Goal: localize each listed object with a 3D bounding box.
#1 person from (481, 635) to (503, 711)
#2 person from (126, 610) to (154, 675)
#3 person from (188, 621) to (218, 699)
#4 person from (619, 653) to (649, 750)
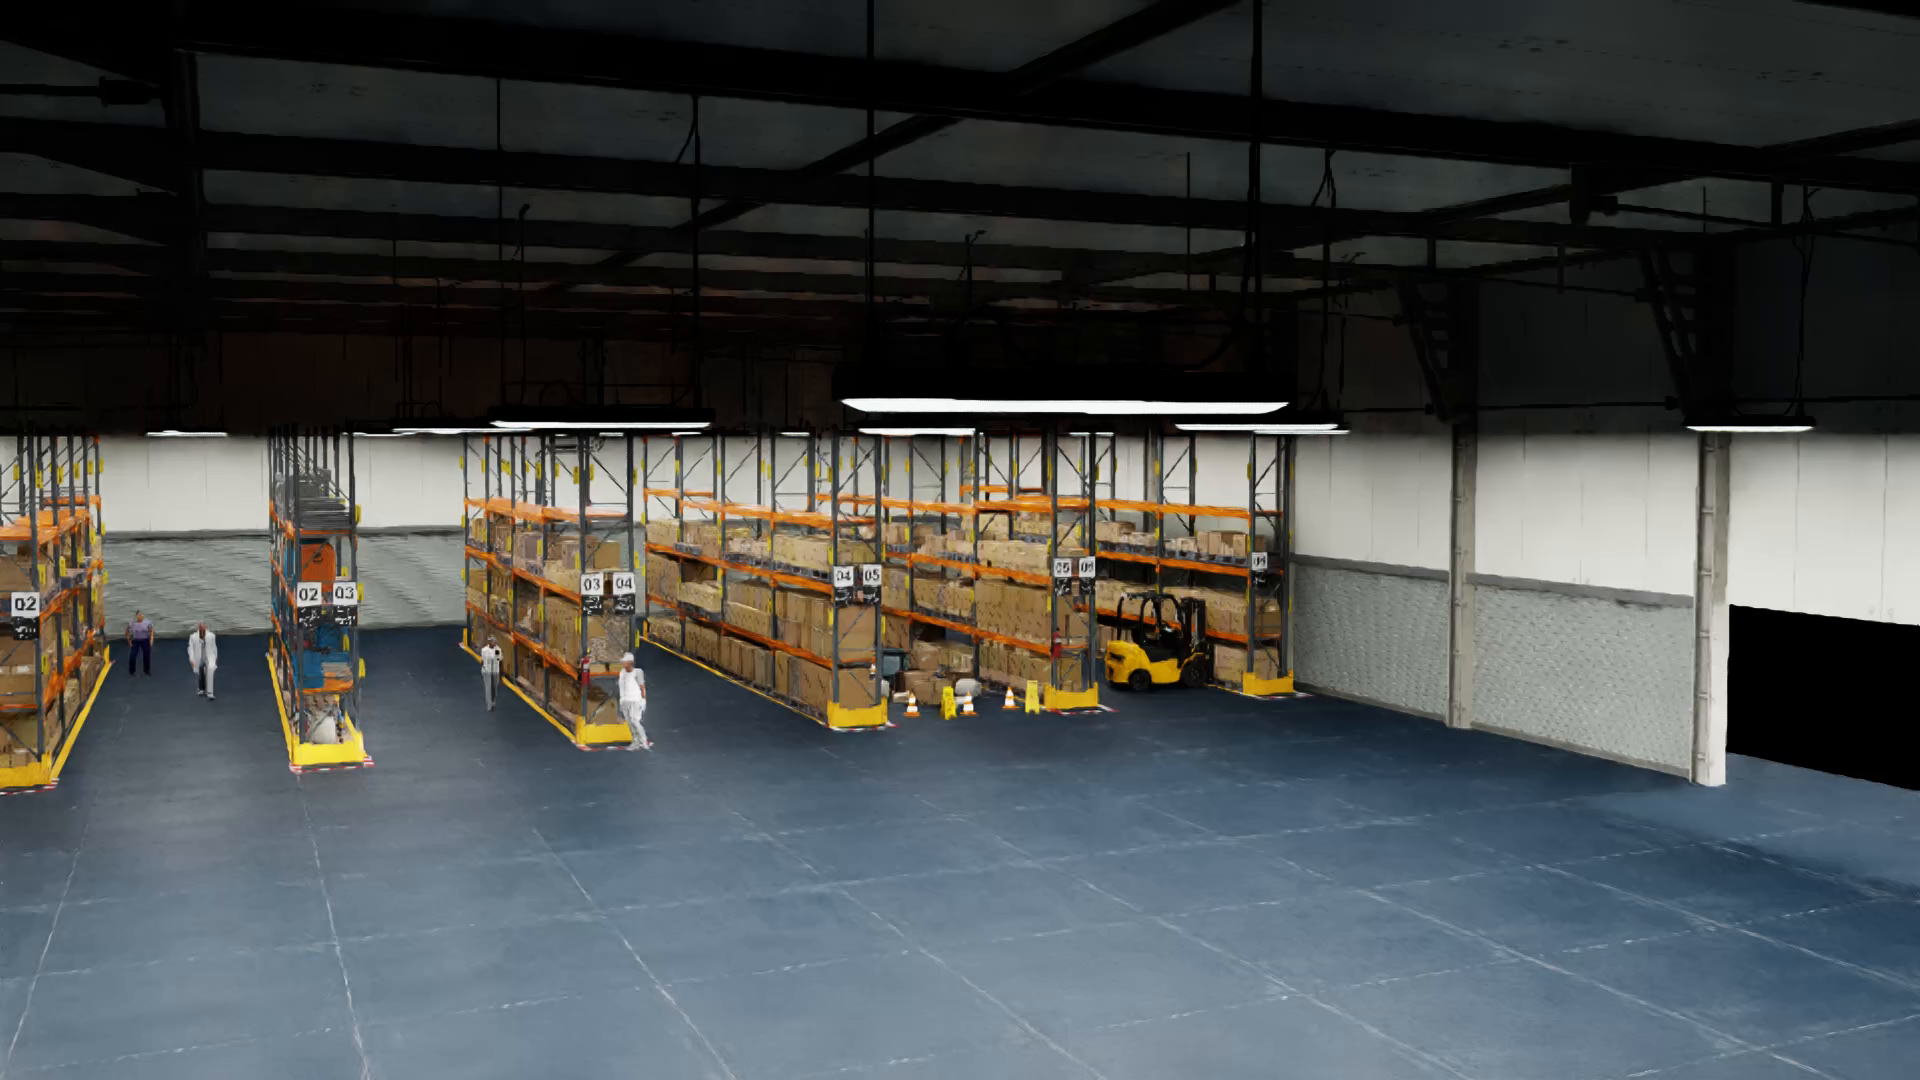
[{"bbox_3d":[-9.853,2.770,35.056,0.445,1.587,1.076,-2,4,-26],"label":"person"},{"bbox_3d":[-19.818,2.478,40.202,0.625,1.596,0.517,-2,4,-26],"label":"person"},{"bbox_3d":[-16.653,2.620,36.584,0.598,1.698,1.194,-1,4,-22],"label":"person"},{"bbox_3d":[-5.998,2.959,30.498,0.652,1.780,0.386,2,4,33],"label":"person"}]
